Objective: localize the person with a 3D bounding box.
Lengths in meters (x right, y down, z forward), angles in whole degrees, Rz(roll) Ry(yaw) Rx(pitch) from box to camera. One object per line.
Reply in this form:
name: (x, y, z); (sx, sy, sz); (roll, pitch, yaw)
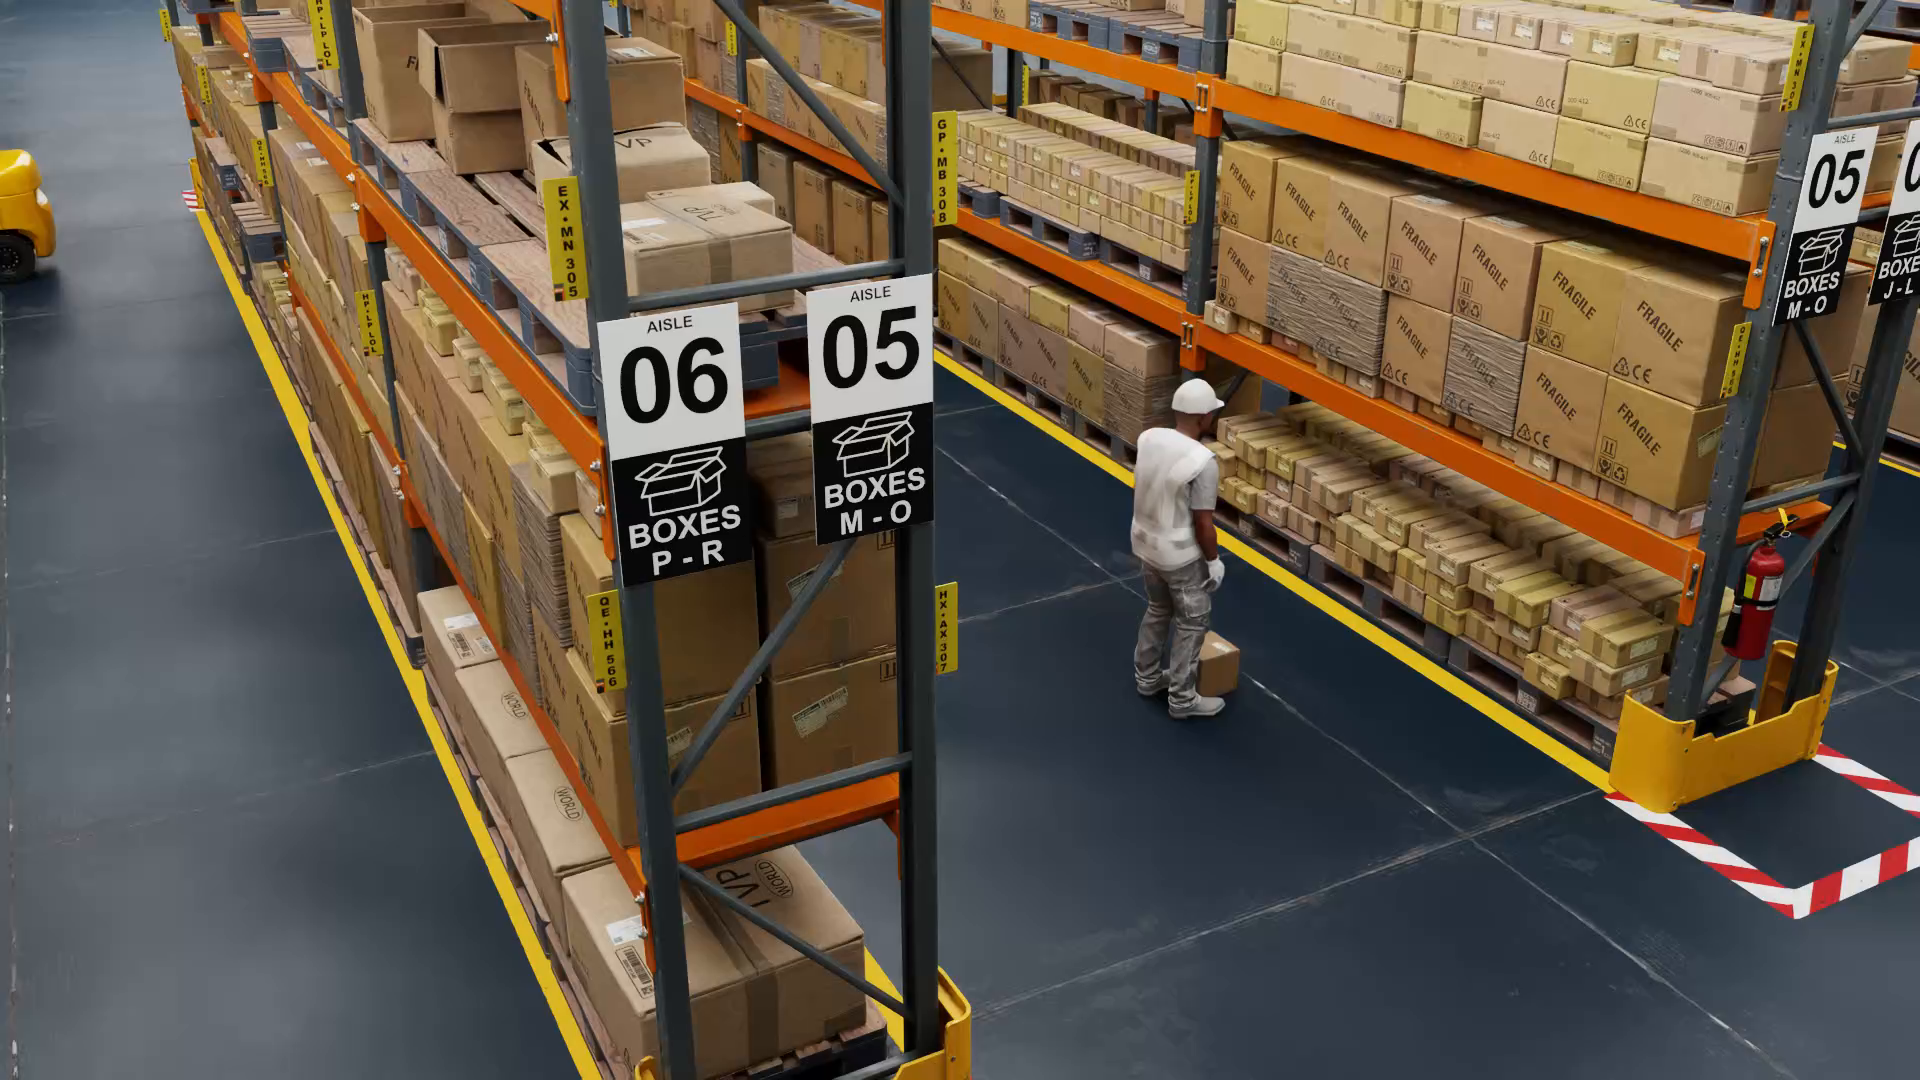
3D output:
person: (1.118, 0.041, 8.511); (0.449, 1.773, 0.608); (-14, 29, -27)
